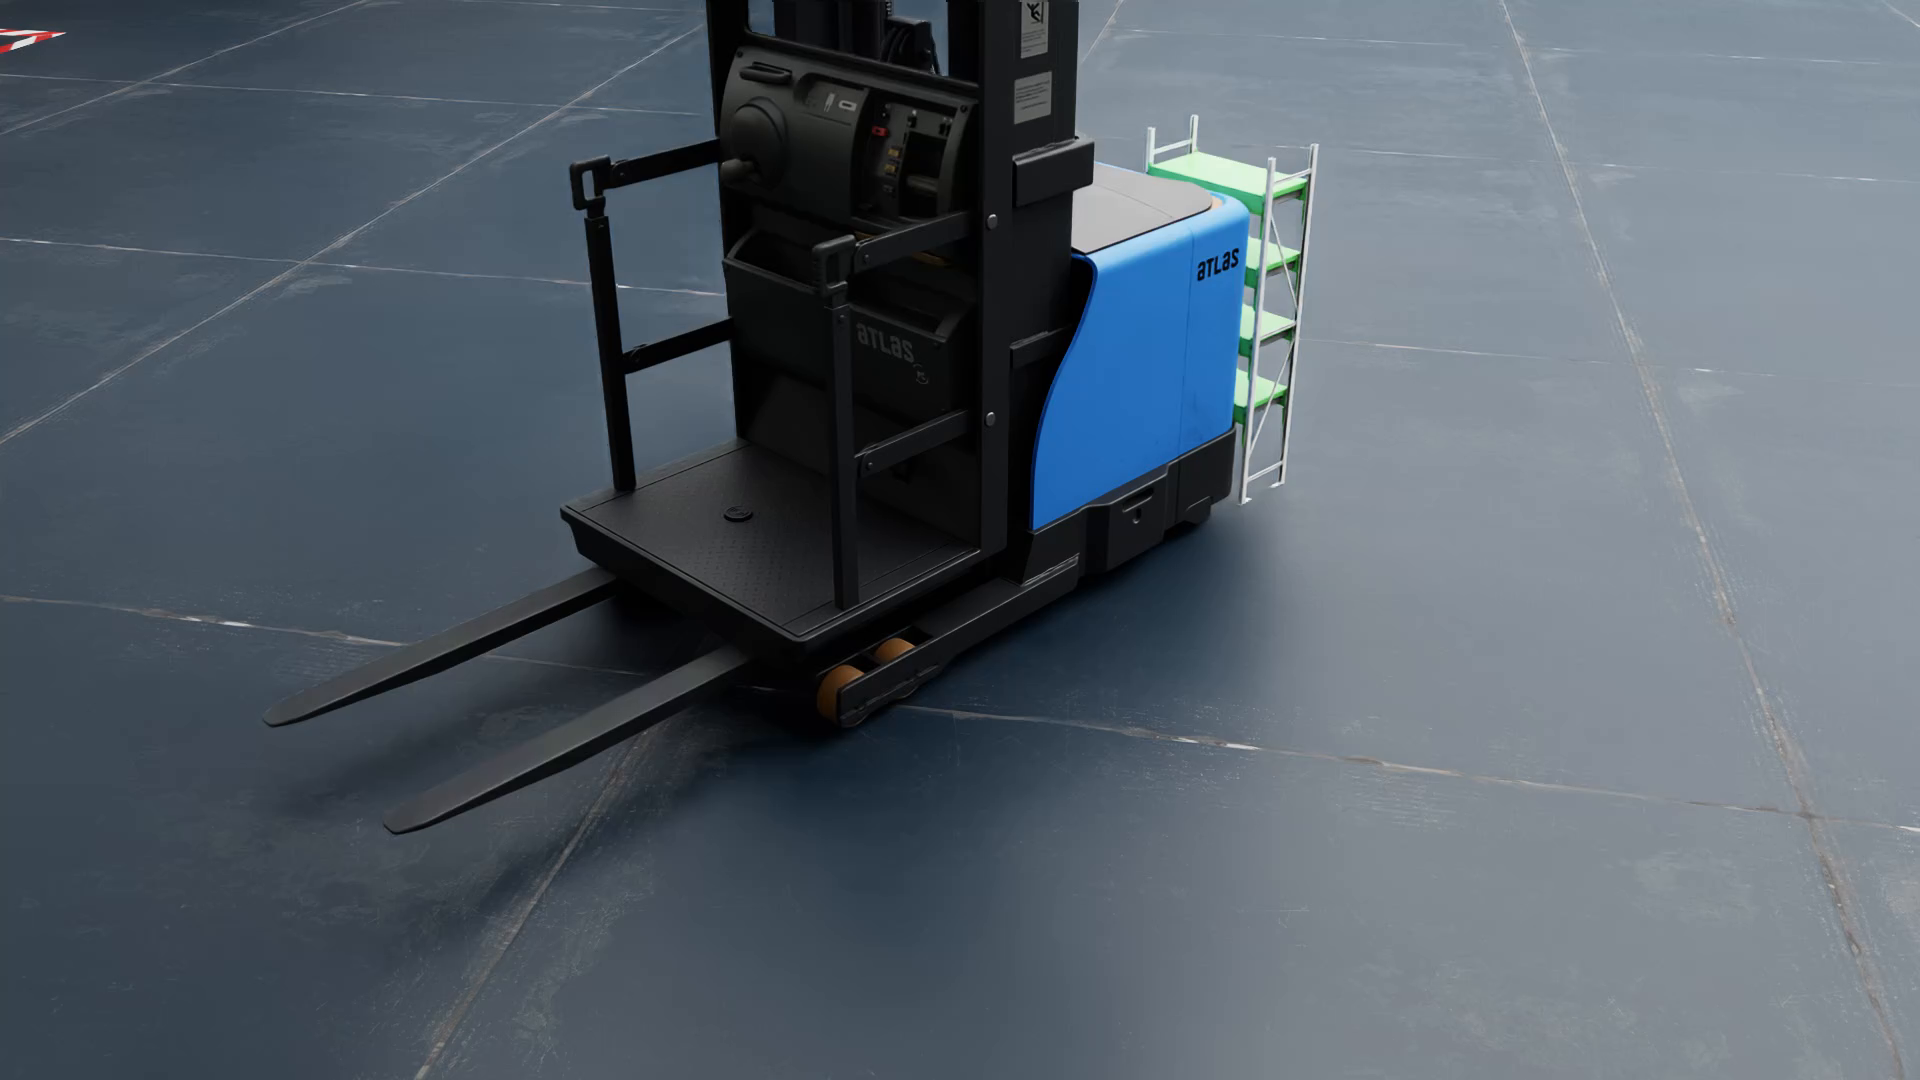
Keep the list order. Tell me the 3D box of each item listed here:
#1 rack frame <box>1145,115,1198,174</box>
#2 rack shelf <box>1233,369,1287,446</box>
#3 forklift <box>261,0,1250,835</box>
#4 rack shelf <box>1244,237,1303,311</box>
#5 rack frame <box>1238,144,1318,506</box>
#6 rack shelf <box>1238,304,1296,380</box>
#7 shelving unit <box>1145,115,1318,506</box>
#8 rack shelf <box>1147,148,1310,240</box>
[{"bbox_3d":[0.706,-0.856,5.780,0.240,1.200,0.015,-25,37,-37],"label":"rack frame"},{"bbox_3d":[0.875,-0.505,5.772,0.258,0.148,0.480,-25,37,-37],"label":"rack shelf"},{"bbox_3d":[-0.469,-1.054,4.341,1.130,2.935,3.031,25,37,38],"label":"forklift"},{"bbox_3d":[0.873,-0.925,5.540,0.258,0.148,0.480,-25,37,-37],"label":"rack shelf"},{"bbox_3d":[1.041,-0.685,5.469,0.240,1.200,0.015,-25,37,-37],"label":"rack frame"},{"bbox_3d":[0.874,-0.715,5.656,0.258,0.148,0.480,-25,37,-37],"label":"rack shelf"},{"bbox_3d":[0.874,-0.771,5.625,0.258,1.200,0.503,-25,37,-37],"label":"shelving unit"},{"bbox_3d":[0.872,-1.135,5.424,0.258,0.148,0.480,-25,37,-37],"label":"rack shelf"}]
